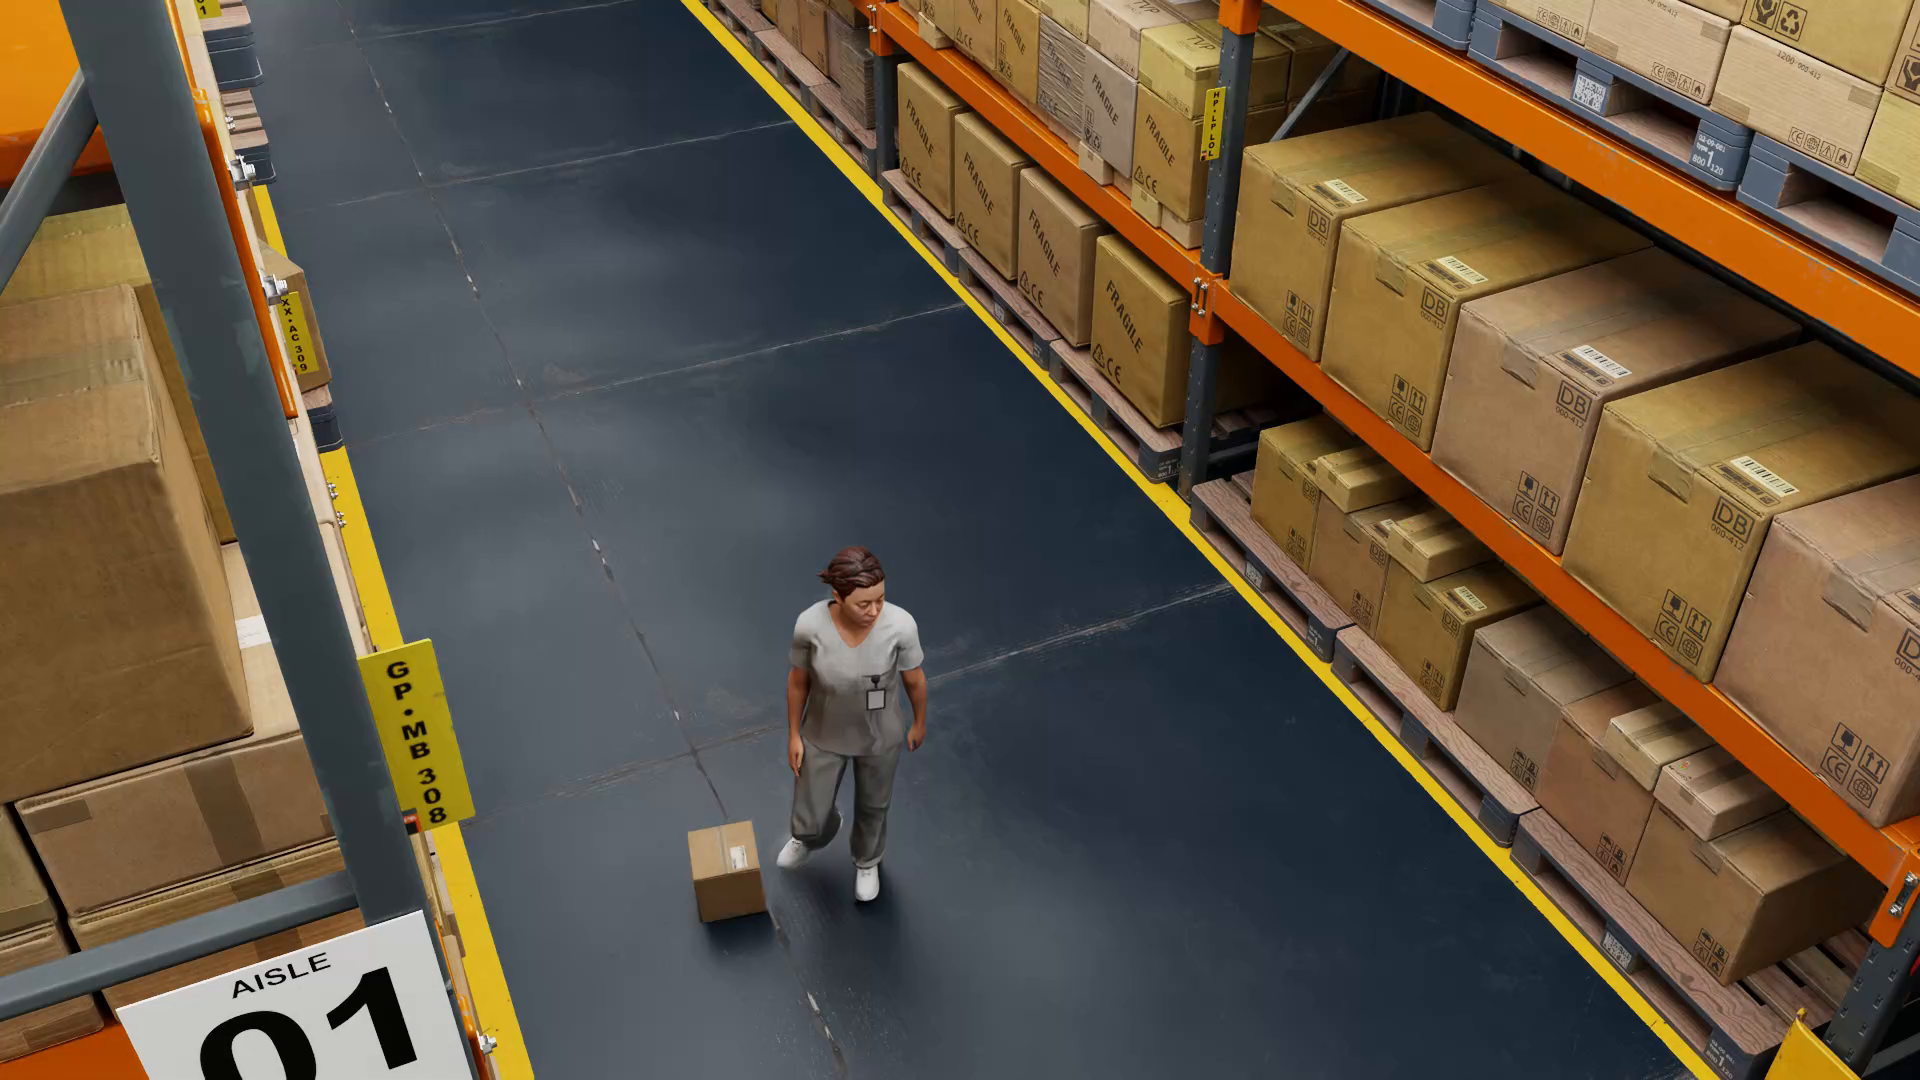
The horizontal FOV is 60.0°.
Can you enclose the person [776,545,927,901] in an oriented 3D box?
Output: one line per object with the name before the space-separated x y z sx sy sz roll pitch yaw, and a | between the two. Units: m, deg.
person | -0.415 0.669 5.950 0.595 1.667 0.434 -1 37 -1
